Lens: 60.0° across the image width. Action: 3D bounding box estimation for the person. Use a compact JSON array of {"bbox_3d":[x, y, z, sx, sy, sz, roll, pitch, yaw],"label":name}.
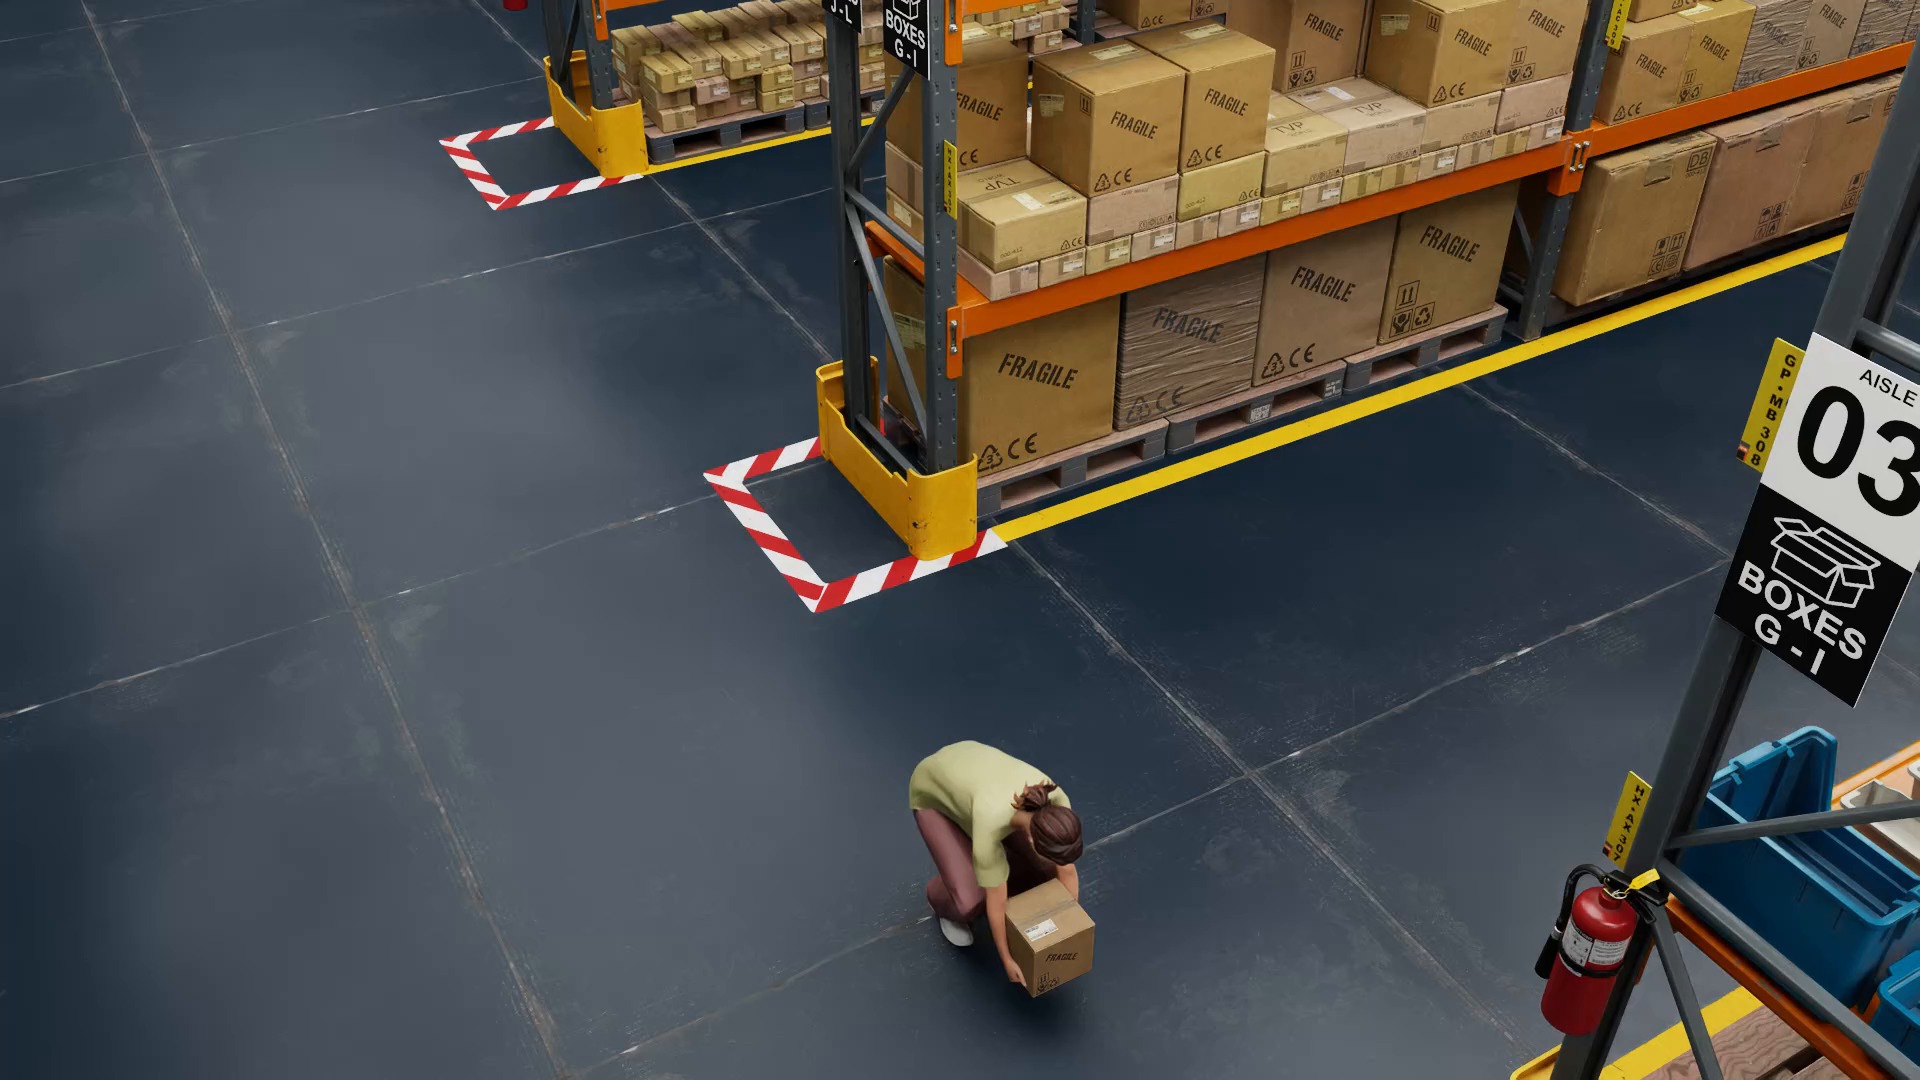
[{"bbox_3d":[0.142,1.130,6.048,0.466,0.930,0.832,-20,42,-25],"label":"person"}]
